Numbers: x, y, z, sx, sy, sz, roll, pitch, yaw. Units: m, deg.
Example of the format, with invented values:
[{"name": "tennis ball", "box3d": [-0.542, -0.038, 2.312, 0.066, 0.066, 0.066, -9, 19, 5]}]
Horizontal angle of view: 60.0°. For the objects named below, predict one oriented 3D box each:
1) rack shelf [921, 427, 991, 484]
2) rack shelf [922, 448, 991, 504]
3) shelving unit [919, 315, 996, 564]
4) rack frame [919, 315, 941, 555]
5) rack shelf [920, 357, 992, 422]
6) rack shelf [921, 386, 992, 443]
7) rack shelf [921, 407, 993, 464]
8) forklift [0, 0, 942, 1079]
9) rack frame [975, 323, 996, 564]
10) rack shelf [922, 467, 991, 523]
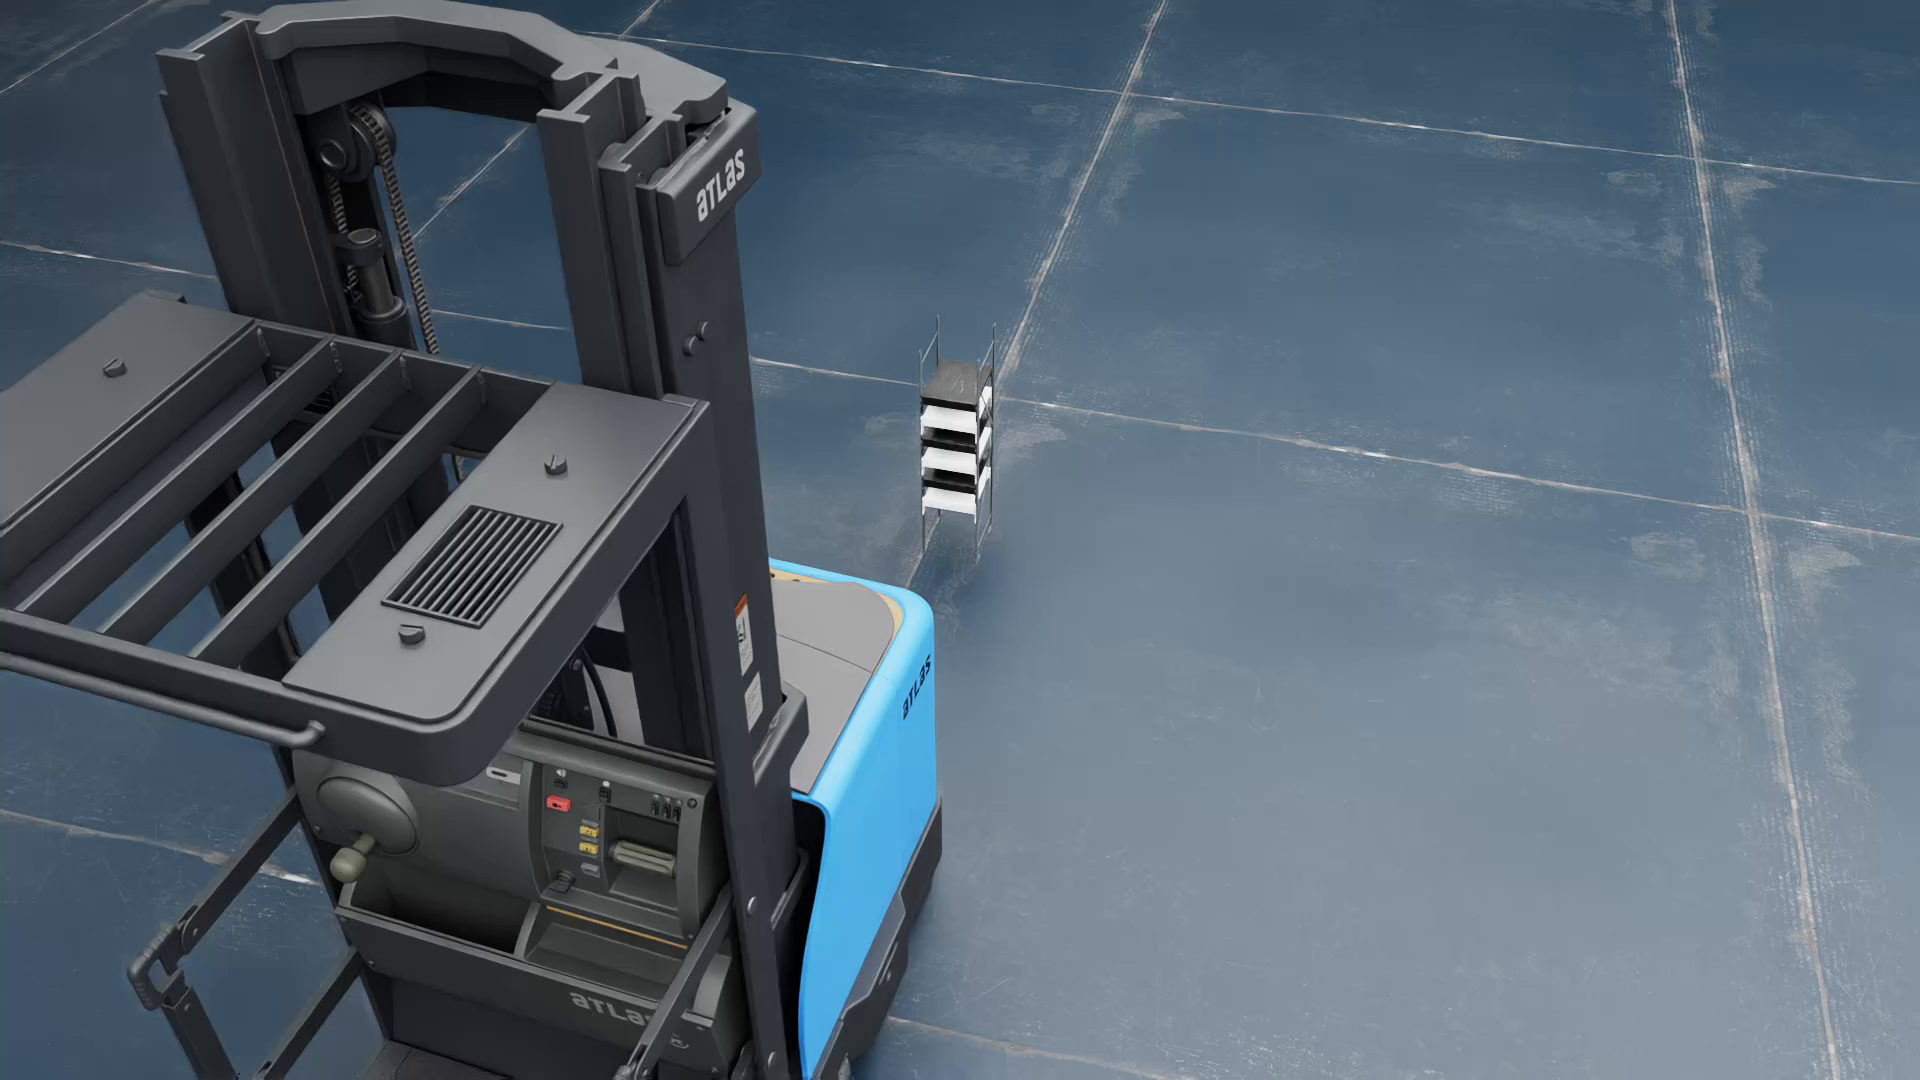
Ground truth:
[{"name": "rack shelf", "box3d": [-0.008, -0.320, 5.984, 0.200, 0.077, 0.258, 10, 41, 11]}, {"name": "rack shelf", "box3d": [-0.008, -0.252, 6.042, 0.200, 0.077, 0.258, 10, 41, 11]}, {"name": "shelving unit", "box3d": [-0.008, -0.346, 5.962, 0.210, 0.900, 0.258, 10, 41, 11]}, {"name": "rack frame", "box3d": [-0.106, -0.363, 5.982, 0.006, 0.900, 0.240, 10, 41, 11]}, {"name": "rack shelf", "box3d": [-0.008, -0.527, 5.810, 0.200, 0.077, 0.258, 10, 41, 11]}, {"name": "rack shelf", "box3d": [-0.008, -0.458, 5.868, 0.200, 0.077, 0.258, 10, 41, 11]}, {"name": "rack shelf", "box3d": [-0.008, -0.389, 5.926, 0.200, 0.077, 0.258, 10, 41, 11]}, {"name": "forklift", "box3d": [-1.007, 0.642, 3.207, 1.130, 2.935, 3.031, 12, 42, 14]}, {"name": "rack frame", "box3d": [0.090, -0.329, 5.942, 0.006, 0.900, 0.240, 10, 41, 11]}, {"name": "rack shelf", "box3d": [-0.008, -0.183, 6.099, 0.200, 0.077, 0.258, 10, 41, 11]}]
